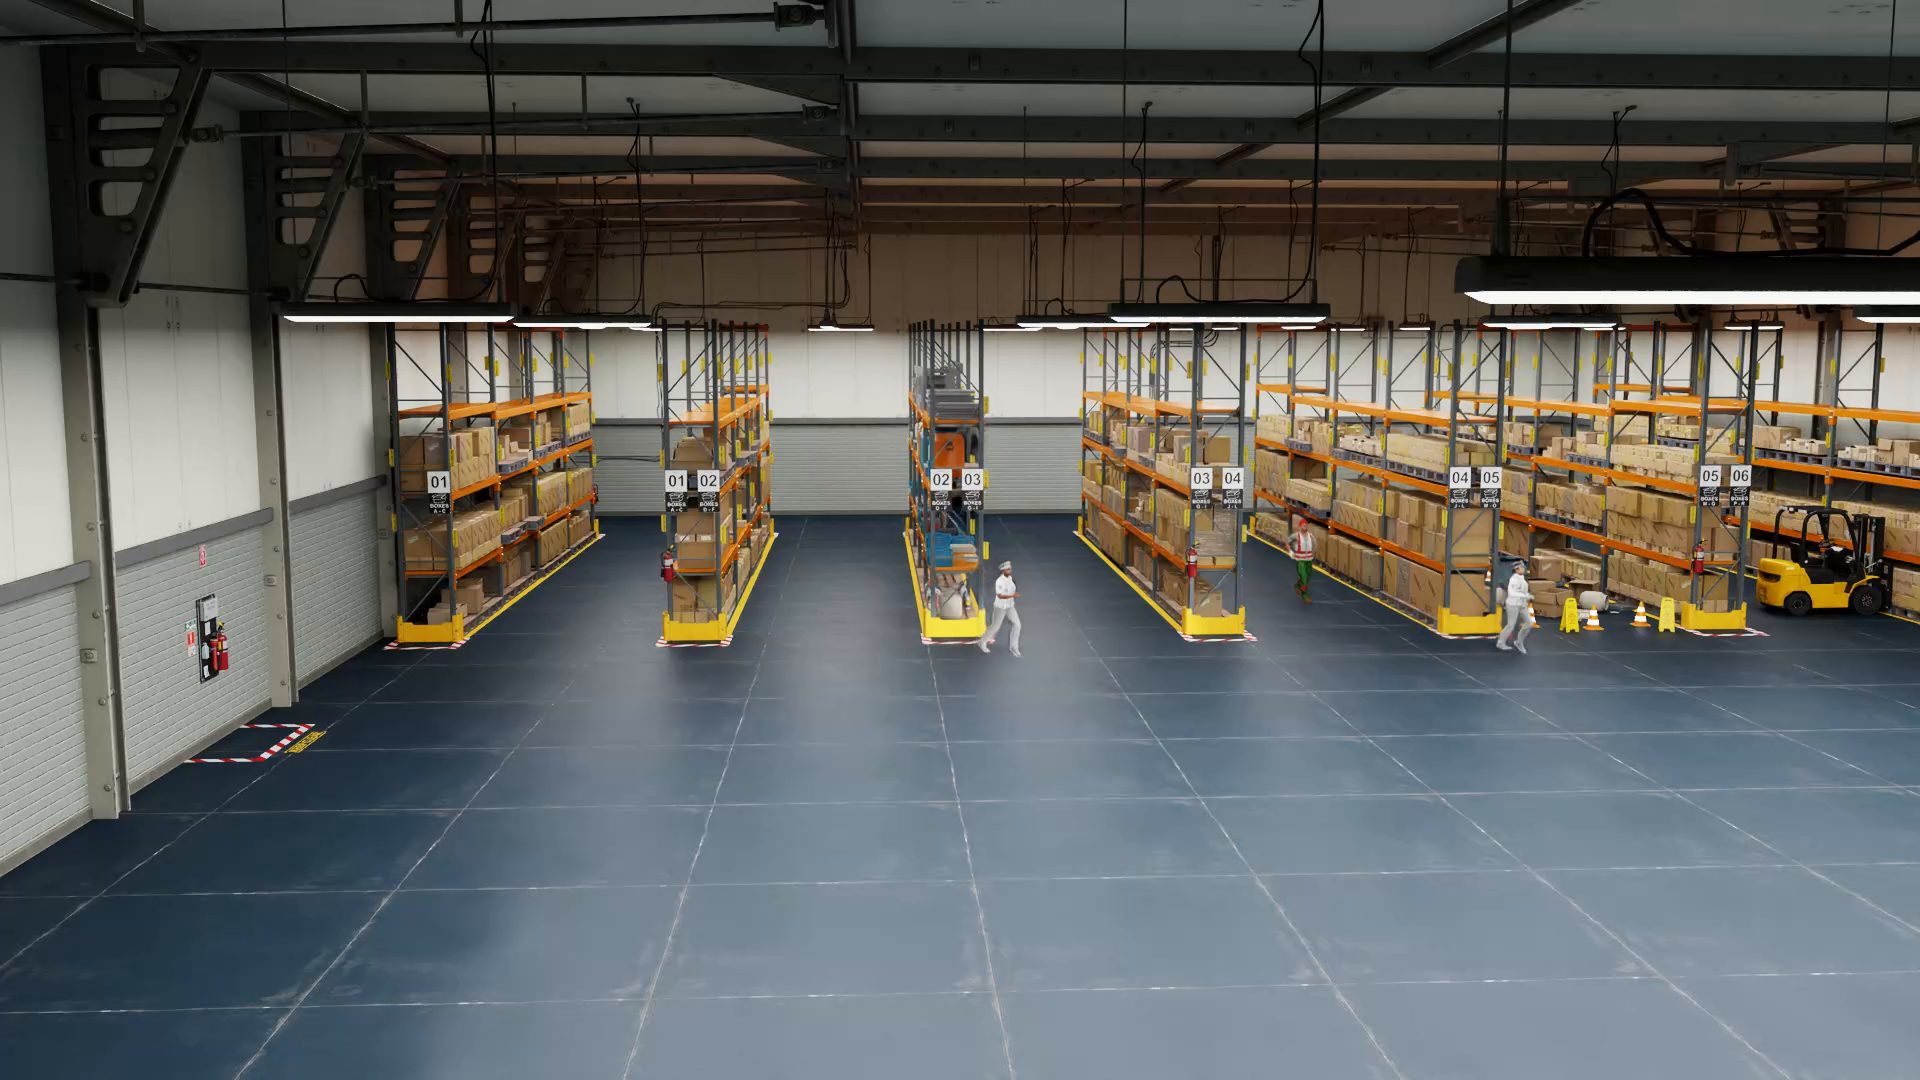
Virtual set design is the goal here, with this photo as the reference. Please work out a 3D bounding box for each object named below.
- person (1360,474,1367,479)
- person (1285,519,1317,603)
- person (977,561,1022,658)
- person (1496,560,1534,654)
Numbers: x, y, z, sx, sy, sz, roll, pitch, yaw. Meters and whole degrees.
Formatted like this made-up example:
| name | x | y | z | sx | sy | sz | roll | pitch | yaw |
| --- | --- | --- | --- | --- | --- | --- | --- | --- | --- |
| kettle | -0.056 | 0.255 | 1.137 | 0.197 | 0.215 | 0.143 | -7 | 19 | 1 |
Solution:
| name | x | y | z | sx | sy | sz | roll | pitch | yaw |
| --- | --- | --- | --- | --- | --- | --- | --- | --- | --- |
| person | 11.987 | -1.169 | 49.347 | 0.780 | 1.549 | 0.556 | 0 | 7 | 1 |
| person | 7.351 | 0.435 | 35.645 | 0.667 | 1.768 | 0.963 | -2 | 7 | -16 |
| person | 0.757 | 1.228 | 29.702 | 0.890 | 1.747 | 0.587 | 5 | 9 | 37 |
| person | 10.017 | 1.205 | 29.914 | 0.605 | 1.722 | 0.703 | -7 | 10 | -43 |
